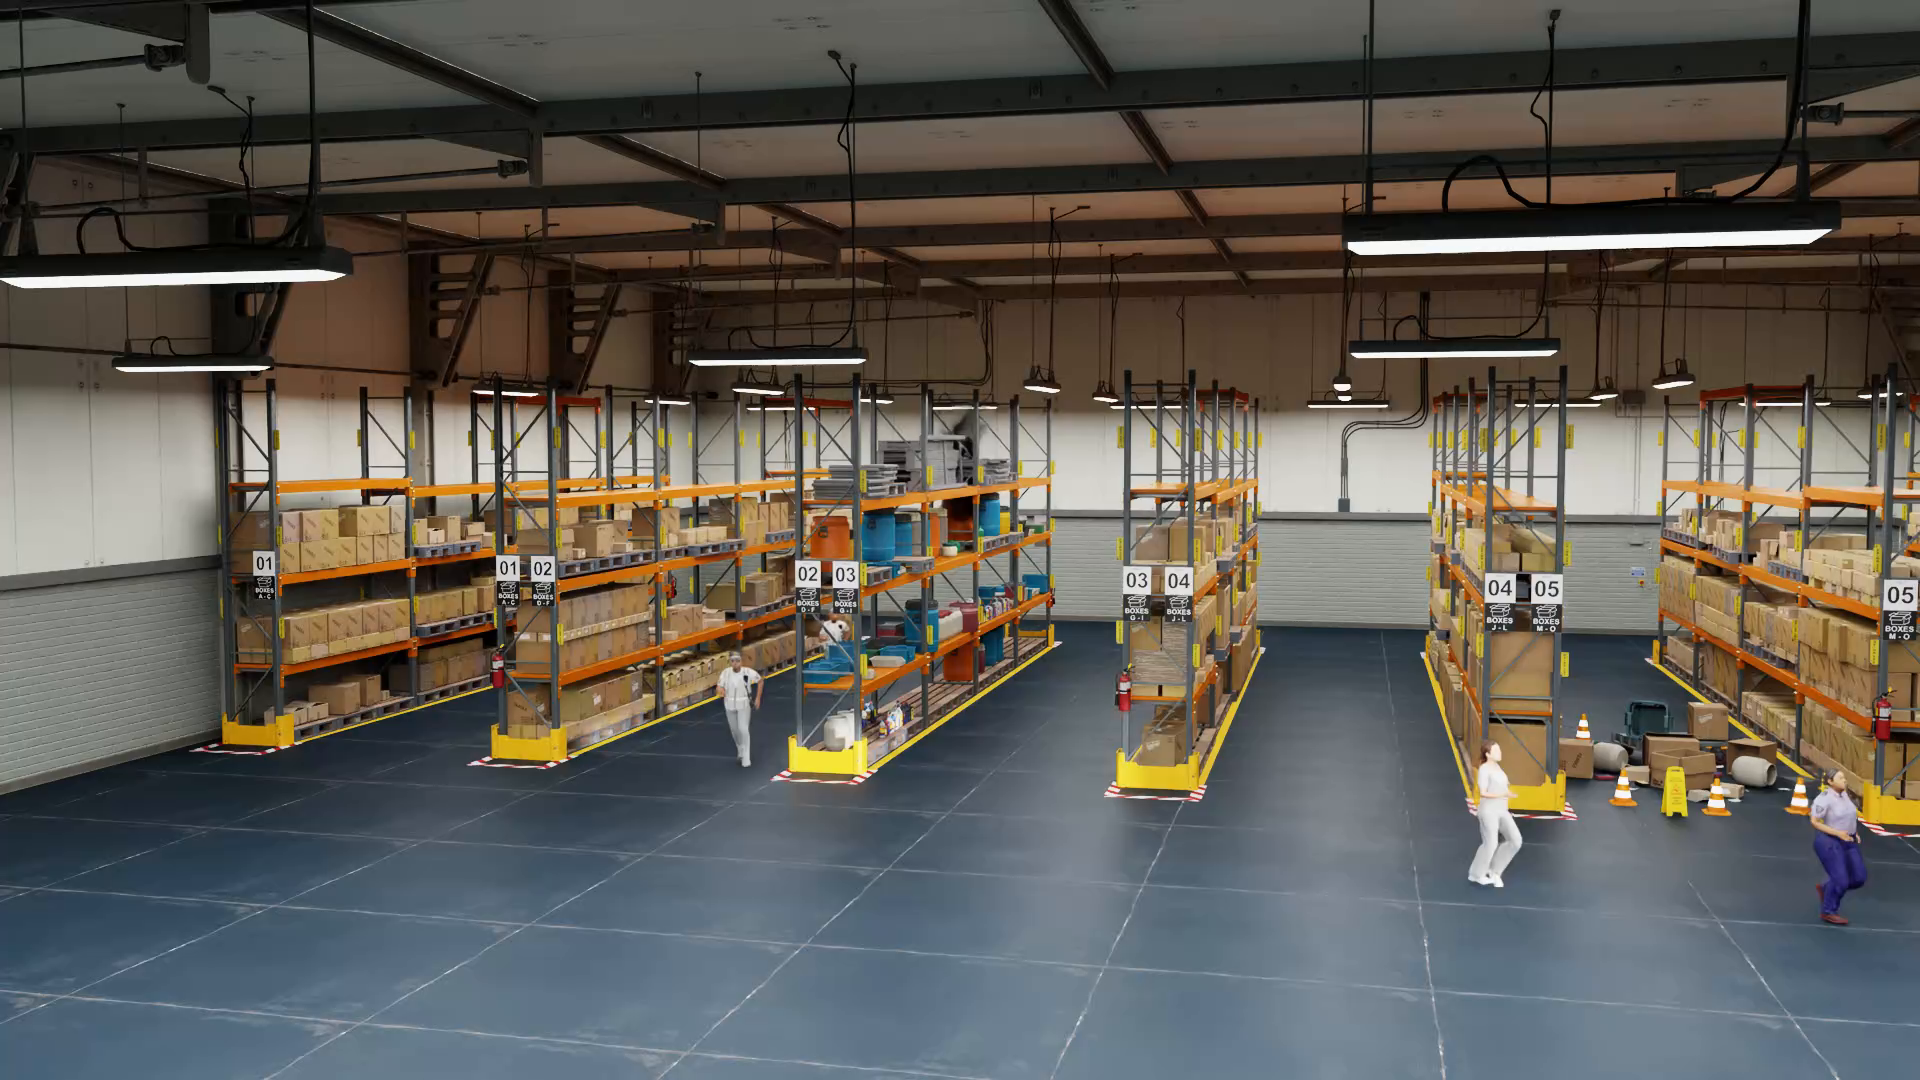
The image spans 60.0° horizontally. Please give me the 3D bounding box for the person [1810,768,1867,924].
[{"bbox_3d":[9.110,3.166,17.257,0.602,1.597,0.547,-2,4,-27],"label":"person"}]

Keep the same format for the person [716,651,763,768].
[{"bbox_3d":[-3.416,2.601,25.660,0.685,1.811,0.810,0,3,8],"label":"person"}]

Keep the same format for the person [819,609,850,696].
[{"bbox_3d":[-2.489,2.185,32.894,0.606,1.666,0.924,0,3,3],"label":"person"}]

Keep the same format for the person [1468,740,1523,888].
[{"bbox_3d":[5.977,3.061,18.529,0.547,1.667,0.628,-3,5,-42],"label":"person"}]
